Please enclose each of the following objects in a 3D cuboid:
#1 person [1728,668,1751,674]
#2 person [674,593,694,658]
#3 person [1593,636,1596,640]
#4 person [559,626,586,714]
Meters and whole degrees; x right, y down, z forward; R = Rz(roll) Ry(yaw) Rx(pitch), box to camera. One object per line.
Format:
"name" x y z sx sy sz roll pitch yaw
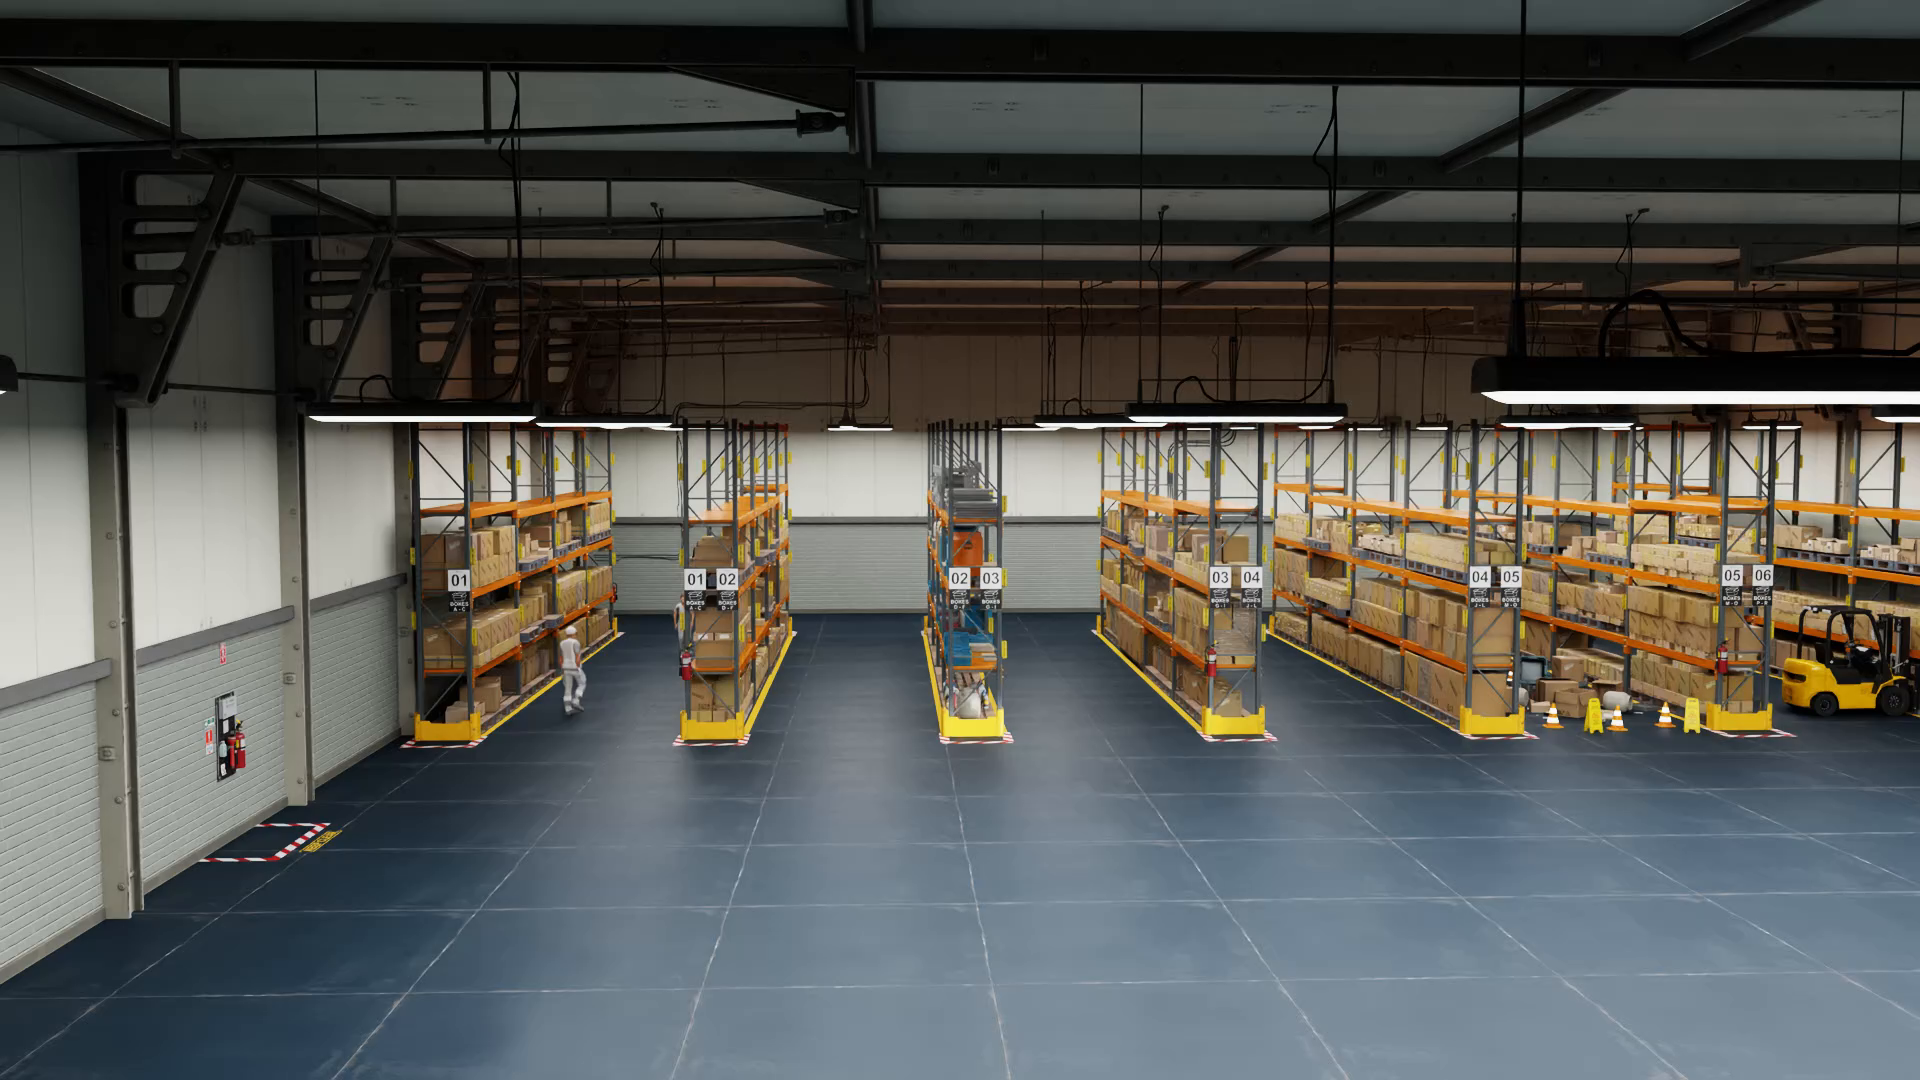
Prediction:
"person" 17.001 2.575 36.196 0.638 1.671 0.810 0 4 -2
"person" -7.089 2.176 42.680 0.523 1.653 0.639 -1 4 -15
"person" 17.401 1.883 46.028 0.516 1.785 0.541 -2 4 -32
"person" -7.939 2.644 33.951 0.560 1.772 0.488 1 4 11
